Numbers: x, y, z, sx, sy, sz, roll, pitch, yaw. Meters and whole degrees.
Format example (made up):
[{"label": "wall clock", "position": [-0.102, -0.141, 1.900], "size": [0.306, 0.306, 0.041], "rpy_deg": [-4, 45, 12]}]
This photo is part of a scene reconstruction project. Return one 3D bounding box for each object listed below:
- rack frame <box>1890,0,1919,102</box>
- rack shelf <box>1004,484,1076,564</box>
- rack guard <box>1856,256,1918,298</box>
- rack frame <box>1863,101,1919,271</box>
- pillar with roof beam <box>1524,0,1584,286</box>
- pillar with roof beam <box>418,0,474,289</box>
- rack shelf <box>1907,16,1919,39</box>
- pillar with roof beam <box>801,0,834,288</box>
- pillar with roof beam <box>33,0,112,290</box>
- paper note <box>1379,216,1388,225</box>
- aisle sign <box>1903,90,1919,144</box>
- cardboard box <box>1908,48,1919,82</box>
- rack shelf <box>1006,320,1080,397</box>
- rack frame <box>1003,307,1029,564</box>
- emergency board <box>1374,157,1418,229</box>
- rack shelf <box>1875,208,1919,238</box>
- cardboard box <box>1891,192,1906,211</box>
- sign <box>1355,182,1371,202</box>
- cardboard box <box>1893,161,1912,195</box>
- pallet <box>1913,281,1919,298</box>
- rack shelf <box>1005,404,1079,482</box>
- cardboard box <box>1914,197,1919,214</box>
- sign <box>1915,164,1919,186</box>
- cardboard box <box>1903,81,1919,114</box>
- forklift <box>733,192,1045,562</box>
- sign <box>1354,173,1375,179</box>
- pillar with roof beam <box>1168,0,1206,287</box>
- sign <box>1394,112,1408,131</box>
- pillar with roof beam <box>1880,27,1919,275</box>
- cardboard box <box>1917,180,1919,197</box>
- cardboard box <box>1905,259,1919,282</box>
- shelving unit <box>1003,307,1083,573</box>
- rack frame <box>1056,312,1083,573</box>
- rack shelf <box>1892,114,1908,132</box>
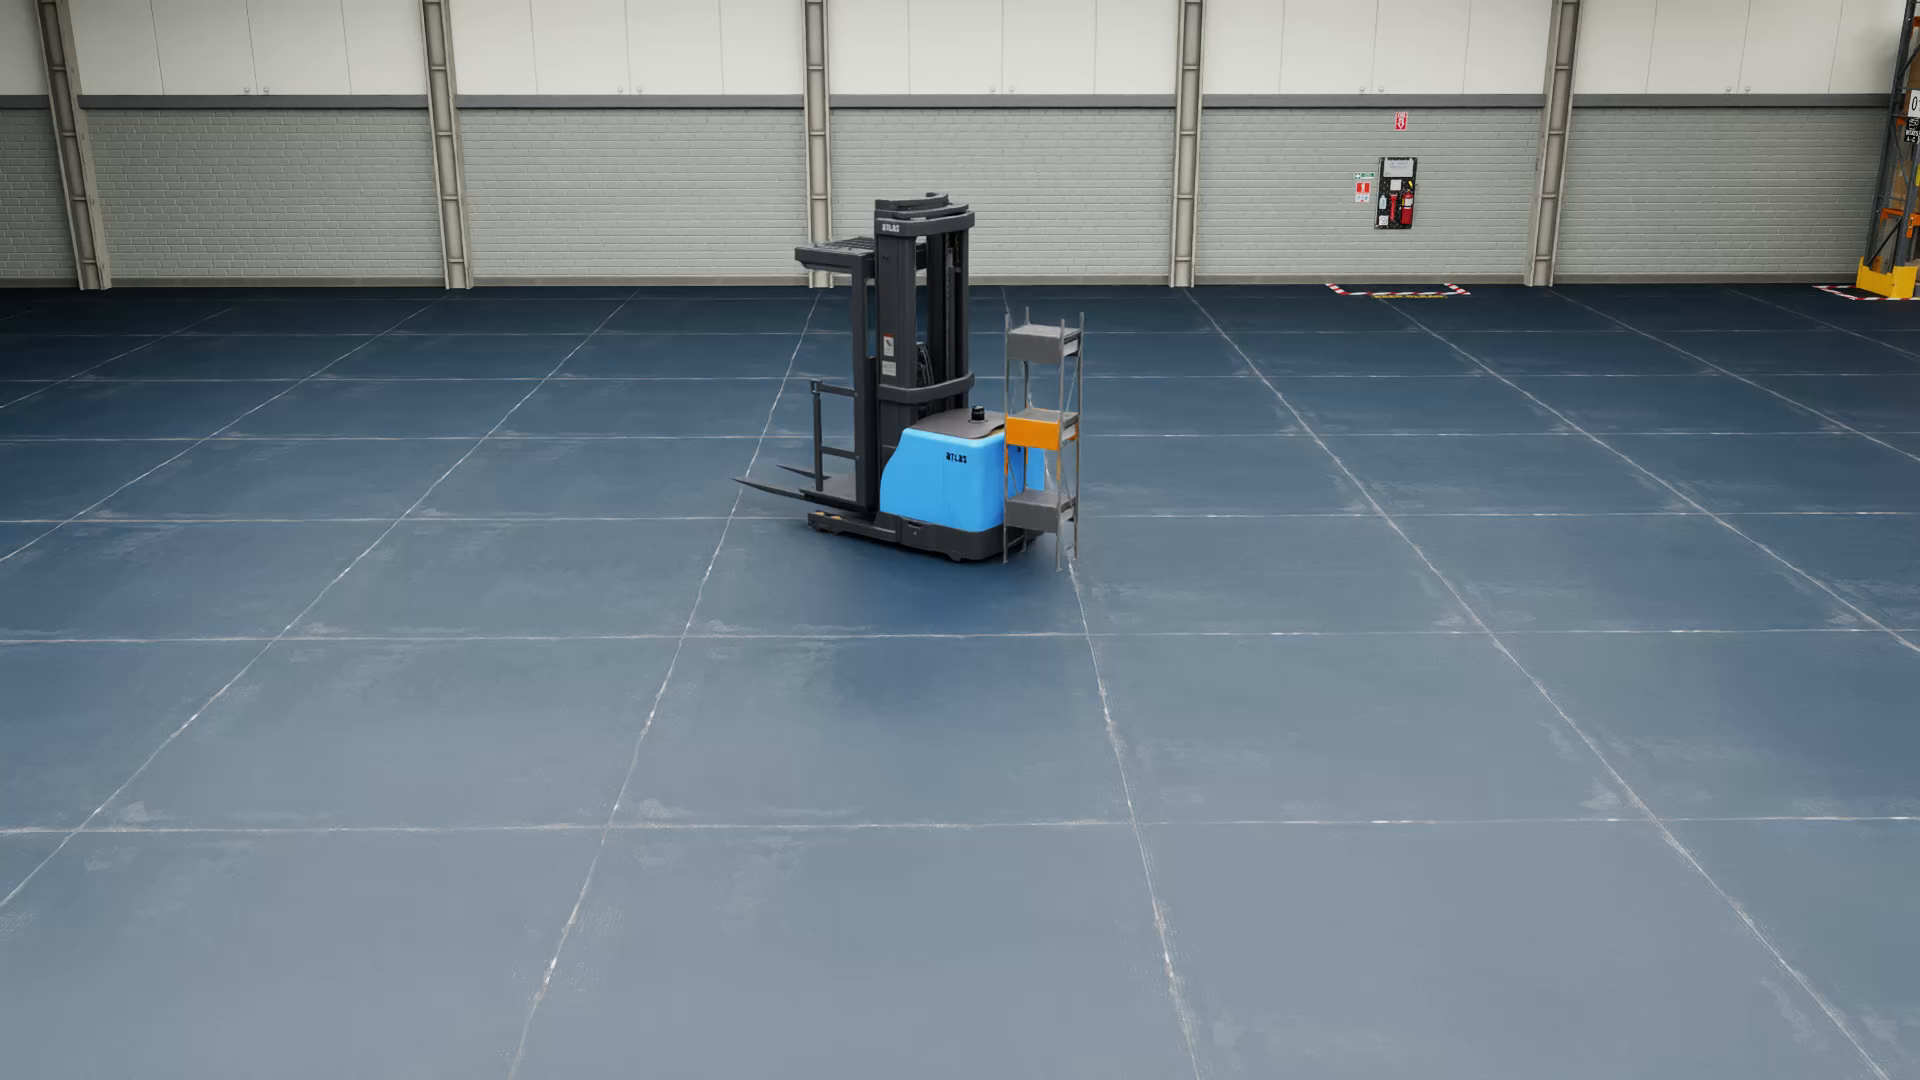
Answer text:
[{"label": "rack frame", "position": [15.006, -8.330, 25.782], "size": [0.127, 3.000, 1.000], "rpy_deg": [0, 18, -1]}, {"label": "rack shelf", "position": [0.679, -0.139, 13.879], "size": [0.480, 0.518, 0.431], "rpy_deg": [9, 20, 26]}, {"label": "rack guard", "position": [15.082, -4.283, 27.081], "size": [0.348, 0.500, 1.175], "rpy_deg": [0, 18, -1]}, {"label": "rack frame", "position": [15.006, -5.473, 26.698], "size": [0.127, 3.000, 1.000], "rpy_deg": [0, 18, -1]}, {"label": "pillar with roof beam", "position": [9.761, -7.253, 22.427], "size": [0.400, 9.000, 9.100], "rpy_deg": [0, 18, -1]}, {"label": "pillar with roof beam", "position": [-8.236, -7.167, 22.156], "size": [0.400, 9.000, 9.100], "rpy_deg": [0, 18, -1]}, {"label": "rack shelf", "position": [17.006, -7.995, 25.922], "size": [4.000, 0.370, 1.077], "rpy_deg": [0, 18, -1]}, {"label": "pillar with roof beam", "position": [-2.237, -7.196, 22.246], "size": [0.400, 9.000, 9.100], "rpy_deg": [0, 18, -1]}, {"label": "pillar with roof beam", "position": [-14.236, -7.138, 22.066], "size": [0.400, 9.000, 9.100], "rpy_deg": [0, 18, -1]}, {"label": "paper note", "position": [7.044, -5.312, 27.639], "size": [0.142, 0.148, 0.016], "rpy_deg": [0, 18, -1]}, {"label": "aisle sign", "position": [14.939, -6.619, 26.014], "size": [0.004, 0.787, 0.394], "rpy_deg": [0, 18, -1]}, {"label": "cardboard box", "position": [15.433, -7.516, 26.324], "size": [0.500, 0.500, 0.500], "rpy_deg": [1, 18, 2]}, {"label": "rack shelf", "position": [0.679, -1.472, 13.452], "size": [0.480, 0.518, 0.431], "rpy_deg": [9, 20, 26]}, {"label": "rack frame", "position": [0.464, -0.853, 13.770], "size": [0.015, 2.100, 0.400], "rpy_deg": [9, 20, 26]}, {"label": "emergency board", "position": [7.222, -5.711, 27.441], "size": [0.643, 1.169, 0.194], "rpy_deg": [0, 18, -1]}, {"label": "rack shelf", "position": [17.006, -5.140, 26.838], "size": [4.000, 0.370, 1.077], "rpy_deg": [0, 18, -1]}, {"label": "cardboard box", "position": [15.471, -5.473, 26.910], "size": [0.500, 0.250, 0.500], "rpy_deg": [0, 18, 0]}, {"label": "sign", "position": [6.667, -5.757, 27.526], "size": [0.234, 0.329, 0.001], "rpy_deg": [0, 18, -1]}, {"label": "cardboard box", "position": [15.474, -5.835, 26.813], "size": [0.500, 0.500, 0.500], "rpy_deg": [0, 18, -1]}, {"label": "pallet", "position": [15.895, -4.139, 27.104], "size": [1.213, 0.211, 1.003], "rpy_deg": [0, 18, -1]}, {"label": "rack shelf", "position": [0.679, -0.805, 13.665], "size": [0.480, 0.518, 0.431], "rpy_deg": [9, 20, 26]}, {"label": "cardboard box", "position": [15.499, -5.317, 26.423], "size": [0.500, 0.250, 0.500], "rpy_deg": [-1, 18, -2]}, {"label": "sign", "position": [15.015, -5.720, 26.049], "size": [0.005, 0.325, 0.100], "rpy_deg": [0, 18, -1]}, {"label": "cardboard box", "position": [15.420, -7.038, 26.469], "size": [0.500, 0.500, 0.500], "rpy_deg": [1, 18, 3]}, {"label": "forklift", "position": [-0.734, -1.558, 14.605], "size": [3.031, 2.935, 1.130], "rpy_deg": [13, 22, 36]}, {"label": "sign", "position": [6.672, -6.007, 27.436], "size": [0.331, 0.109, 0.001], "rpy_deg": [0, 18, -1]}, {"label": "pillar with roof beam", "position": [3.762, -7.225, 22.337], "size": [0.400, 9.000, 9.100], "rpy_deg": [0, 18, -1]}, {"label": "sign", "position": [7.212, -6.846, 27.182], "size": [0.199, 0.298, 0.001], "rpy_deg": [0, 18, -1]}, {"label": "pillar with roof beam", "position": [15.761, -7.282, 22.517], "size": [0.400, 9.000, 9.100], "rpy_deg": [0, 18, -1]}, {"label": "cardboard box", "position": [15.489, -5.679, 26.324], "size": [0.500, 0.500, 0.500], "rpy_deg": [0, 18, -1]}, {"label": "cardboard box", "position": [15.700, -4.378, 26.966], "size": [0.500, 0.311, 0.500], "rpy_deg": [-2, 18, -7]}, {"label": "shelving unit", "position": [0.679, -0.818, 13.661], "size": [0.503, 2.100, 0.431], "rpy_deg": [9, 20, 26]}, {"label": "rack frame", "position": [0.895, -0.784, 13.553], "size": [0.015, 2.100, 0.400], "rpy_deg": [9, 20, 26]}, {"label": "rack shelf", "position": [17.006, -6.568, 26.380], "size": [4.000, 0.370, 1.077], "rpy_deg": [0, 18, -1]}]
